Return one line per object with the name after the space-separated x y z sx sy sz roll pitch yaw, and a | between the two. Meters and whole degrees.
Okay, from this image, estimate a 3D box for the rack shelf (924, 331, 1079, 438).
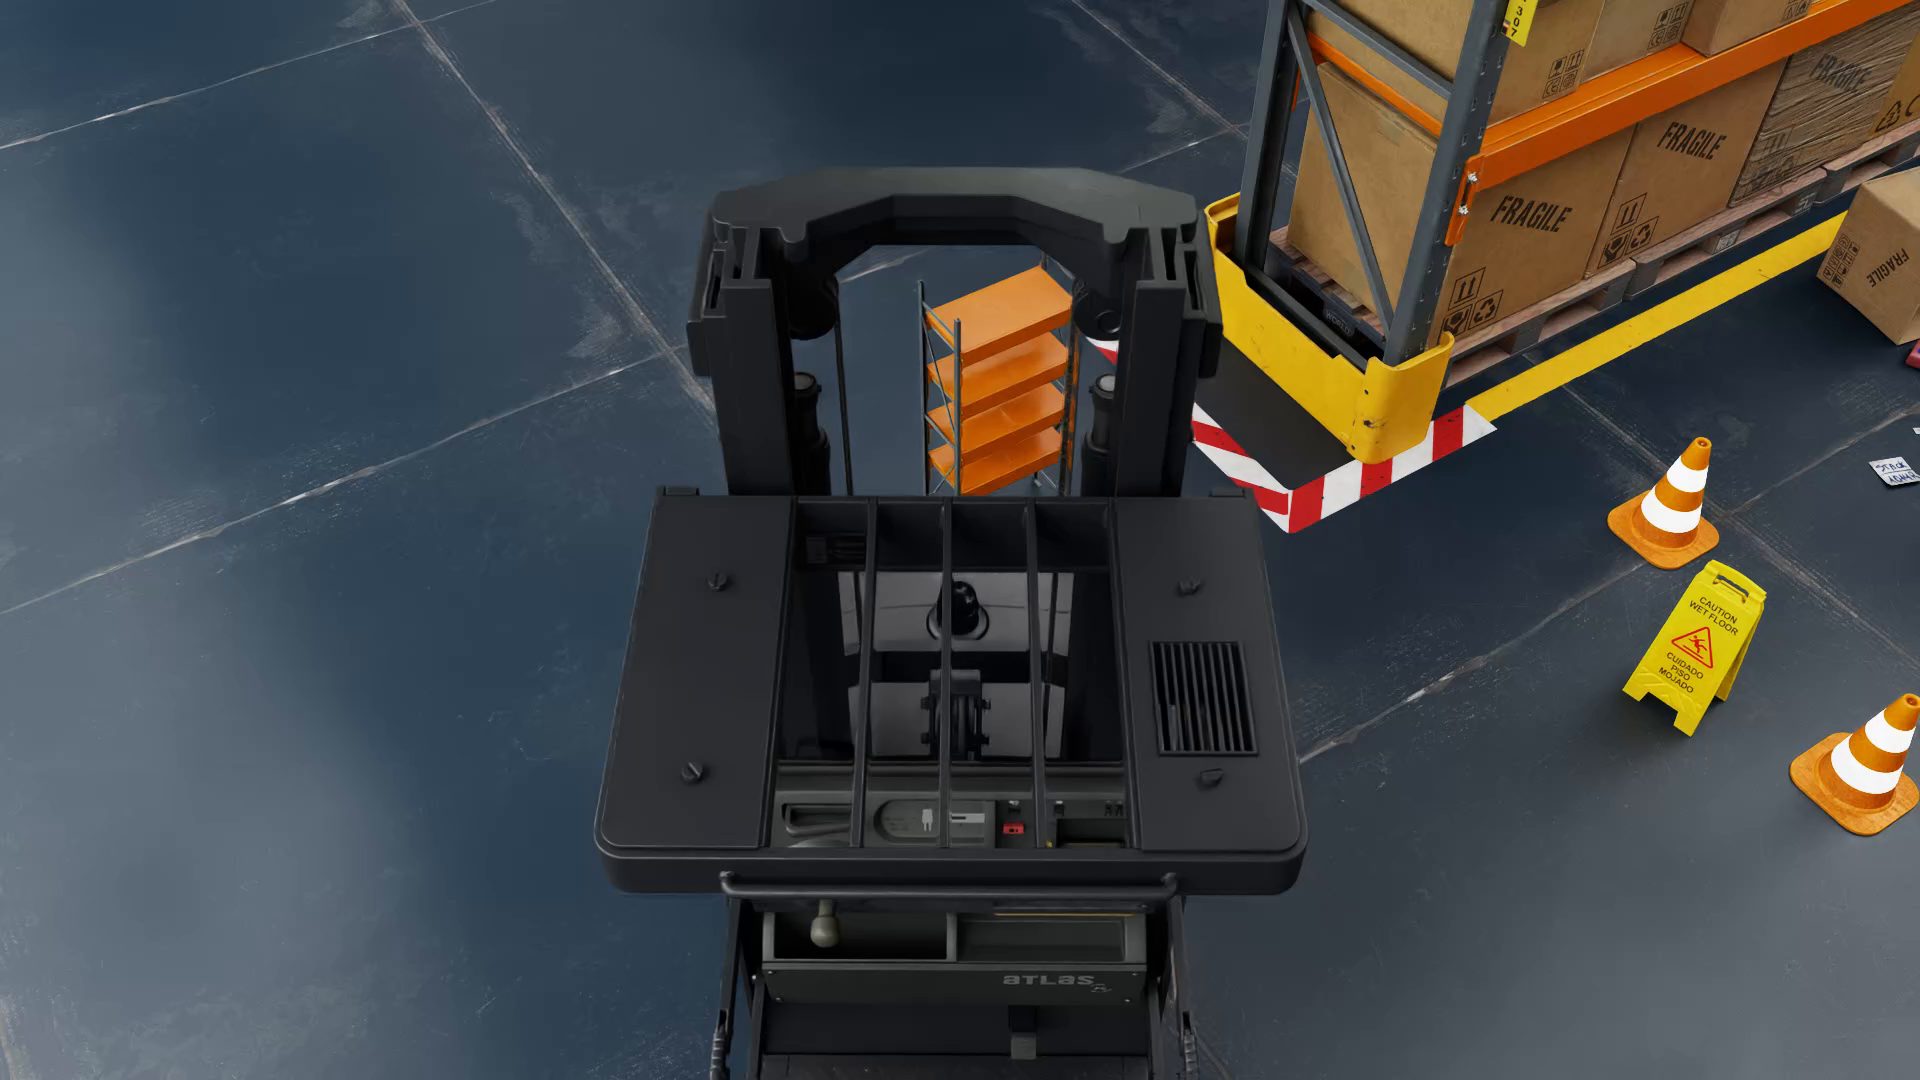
0.140 -0.569 5.744 0.480 0.148 0.258 -25 53 -21 | rack shelf

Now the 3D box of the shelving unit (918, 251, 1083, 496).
0.140 -0.465 5.861 0.503 1.200 0.258 -25 53 -21 | shelving unit

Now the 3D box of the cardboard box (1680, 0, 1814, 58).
2.731 -2.324 6.211 0.550 0.550 0.875 -25 53 -21 | cardboard box

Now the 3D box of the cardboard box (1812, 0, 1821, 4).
3.157 -2.561 6.422 0.500 0.550 0.875 -25 53 -21 | cardboard box

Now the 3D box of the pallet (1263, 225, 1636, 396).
2.082 -1.161 7.143 1.213 0.211 1.003 -25 53 -21 | pallet

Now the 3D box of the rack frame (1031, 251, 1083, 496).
0.346 -0.562 5.947 0.015 1.200 0.240 -25 53 -21 | rack frame

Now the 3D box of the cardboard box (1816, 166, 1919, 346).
4.065 -1.217 6.998 0.500 0.500 0.500 -17 51 -15 | cardboard box

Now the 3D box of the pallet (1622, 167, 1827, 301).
3.112 -1.645 7.573 1.213 0.211 1.003 -25 53 -21 | pallet

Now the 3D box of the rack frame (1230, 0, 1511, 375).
1.447 -1.721 5.774 0.127 3.000 1.000 -25 53 -21 | rack frame

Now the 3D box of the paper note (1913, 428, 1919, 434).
3.869 -0.437 6.632 0.123 0.001 0.032 -2 48 -1 | paper note

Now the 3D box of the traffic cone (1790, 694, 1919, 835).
2.969 0.657 5.355 0.334 0.463 0.336 -25 53 -21 | traffic cone

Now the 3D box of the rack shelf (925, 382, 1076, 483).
0.140 -0.420 5.911 0.480 0.148 0.258 -25 53 -21 | rack shelf

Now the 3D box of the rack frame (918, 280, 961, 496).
-0.066 -0.368 5.774 0.015 1.200 0.240 -25 53 -21 | rack frame

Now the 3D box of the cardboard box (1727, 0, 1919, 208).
3.500 -2.180 7.324 0.875 0.875 0.875 -25 53 -21 | cardboard box

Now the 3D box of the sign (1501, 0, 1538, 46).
1.738 -1.682 5.107 0.005 0.325 0.100 -25 53 -21 | sign

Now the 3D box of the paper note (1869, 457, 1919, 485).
3.644 -0.269 6.470 0.142 0.017 0.144 -9 49 -8 | paper note

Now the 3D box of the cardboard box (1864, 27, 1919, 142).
4.261 -2.541 7.646 0.875 0.875 0.875 -24 53 -20 | cardboard box

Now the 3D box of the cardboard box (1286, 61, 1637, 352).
1.985 -1.466 6.688 0.875 0.875 0.875 -25 53 -21 | cardboard box

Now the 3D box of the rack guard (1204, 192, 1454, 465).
1.427 -0.880 6.699 0.348 0.500 1.175 -25 53 -21 | rack guard

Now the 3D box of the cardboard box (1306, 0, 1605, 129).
1.737 -1.947 5.875 0.550 0.550 0.875 -25 53 -21 | cardboard box

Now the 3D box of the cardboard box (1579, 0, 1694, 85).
2.190 -2.180 6.082 0.550 0.550 0.875 -25 53 -21 | cardboard box

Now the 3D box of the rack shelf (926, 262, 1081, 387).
0.140 -0.726 5.567 0.480 0.148 0.258 -25 53 -21 | rack shelf

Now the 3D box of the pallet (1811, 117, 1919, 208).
4.145 -2.134 8.009 1.213 0.211 1.003 -25 53 -21 | pallet

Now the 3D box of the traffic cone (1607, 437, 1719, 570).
2.654 -0.192 6.111 0.334 0.463 0.336 -25 53 -21 | traffic cone

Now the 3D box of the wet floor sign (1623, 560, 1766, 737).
2.479 0.324 5.529 0.232 0.644 0.267 -34 57 -27 | wet floor sign

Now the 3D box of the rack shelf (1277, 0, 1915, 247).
3.139 -2.278 6.752 4.000 0.370 1.077 -25 53 -21 | rack shelf

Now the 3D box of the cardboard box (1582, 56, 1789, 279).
2.728 -1.818 7.002 0.875 0.875 0.875 -26 53 -21 | cardboard box

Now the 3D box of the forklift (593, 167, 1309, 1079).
-0.012 0.815 3.561 1.130 2.935 3.031 0 48 0 | forklift

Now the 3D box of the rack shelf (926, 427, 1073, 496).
0.140 -0.288 6.059 0.480 0.148 0.258 -25 53 -21 | rack shelf

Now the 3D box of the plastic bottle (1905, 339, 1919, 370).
4.067 -0.721 6.851 0.283 0.061 0.133 30 55 24 | plastic bottle
